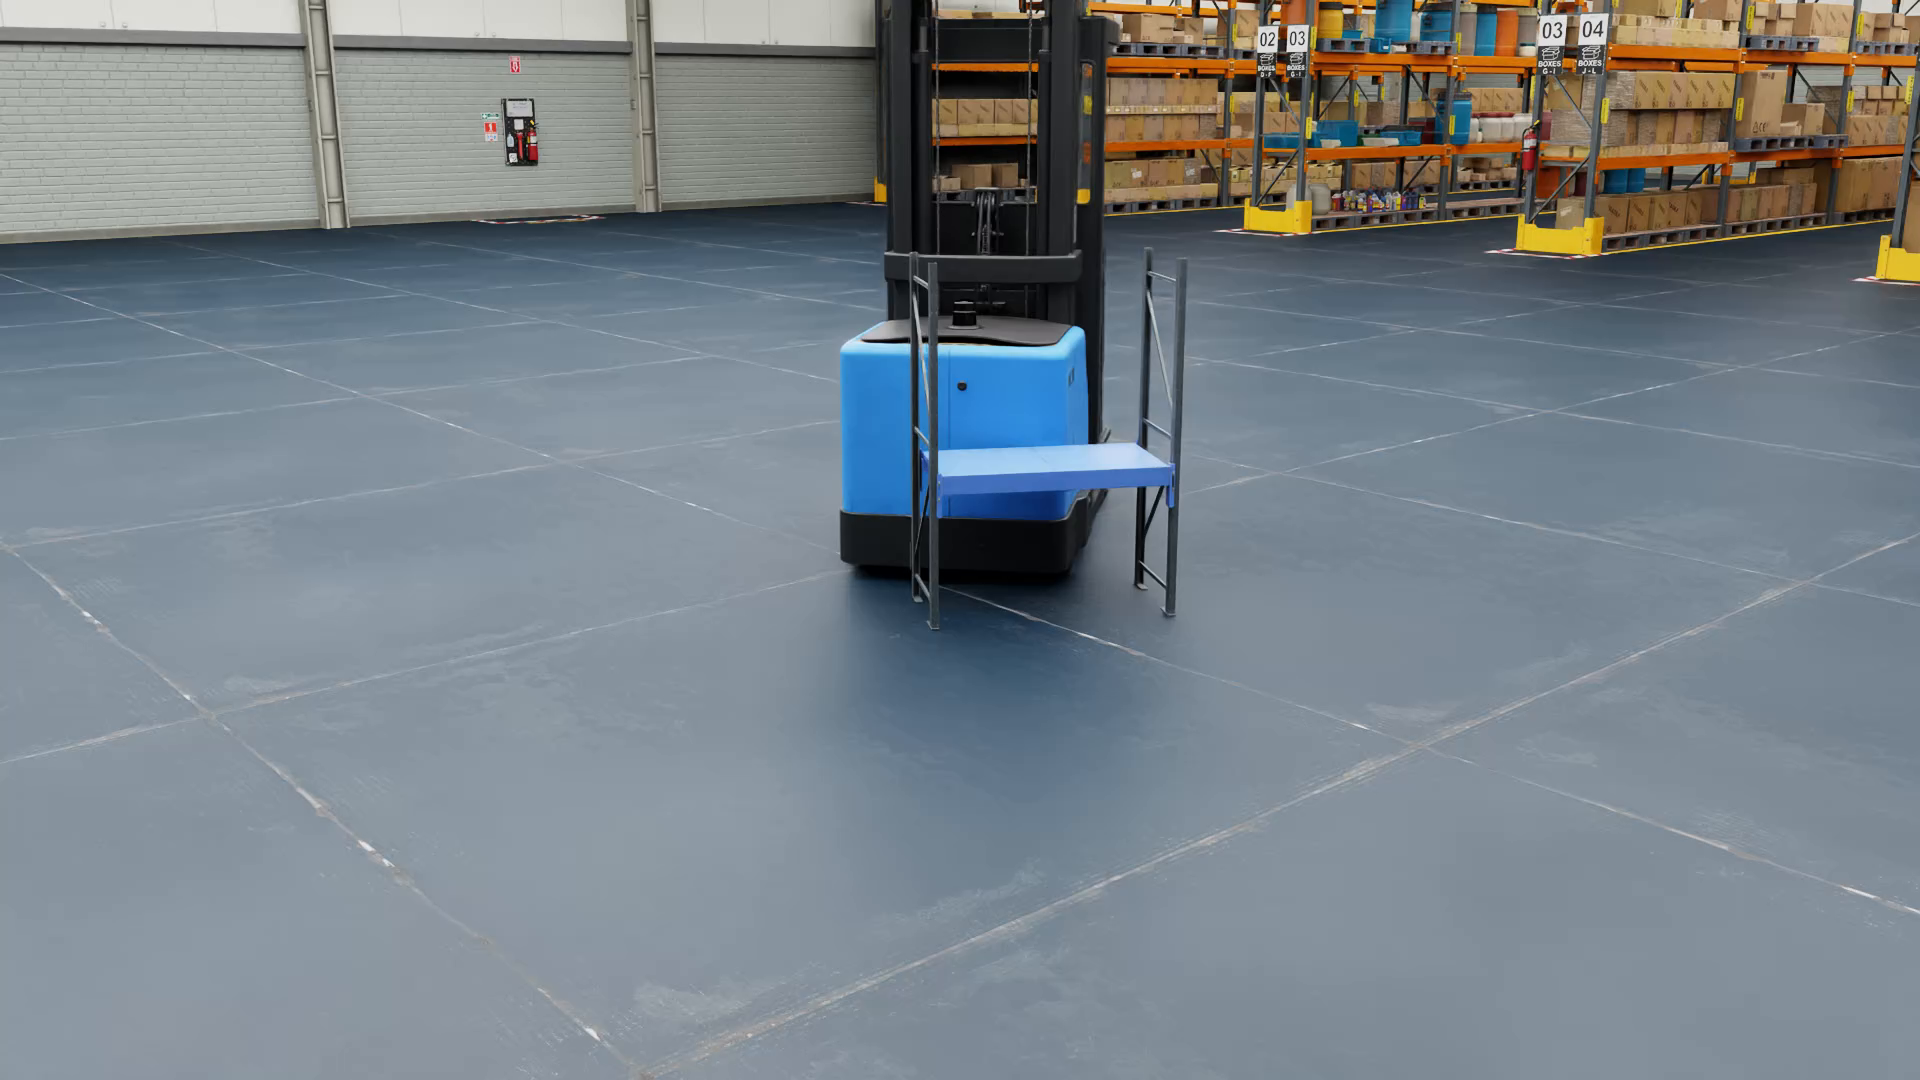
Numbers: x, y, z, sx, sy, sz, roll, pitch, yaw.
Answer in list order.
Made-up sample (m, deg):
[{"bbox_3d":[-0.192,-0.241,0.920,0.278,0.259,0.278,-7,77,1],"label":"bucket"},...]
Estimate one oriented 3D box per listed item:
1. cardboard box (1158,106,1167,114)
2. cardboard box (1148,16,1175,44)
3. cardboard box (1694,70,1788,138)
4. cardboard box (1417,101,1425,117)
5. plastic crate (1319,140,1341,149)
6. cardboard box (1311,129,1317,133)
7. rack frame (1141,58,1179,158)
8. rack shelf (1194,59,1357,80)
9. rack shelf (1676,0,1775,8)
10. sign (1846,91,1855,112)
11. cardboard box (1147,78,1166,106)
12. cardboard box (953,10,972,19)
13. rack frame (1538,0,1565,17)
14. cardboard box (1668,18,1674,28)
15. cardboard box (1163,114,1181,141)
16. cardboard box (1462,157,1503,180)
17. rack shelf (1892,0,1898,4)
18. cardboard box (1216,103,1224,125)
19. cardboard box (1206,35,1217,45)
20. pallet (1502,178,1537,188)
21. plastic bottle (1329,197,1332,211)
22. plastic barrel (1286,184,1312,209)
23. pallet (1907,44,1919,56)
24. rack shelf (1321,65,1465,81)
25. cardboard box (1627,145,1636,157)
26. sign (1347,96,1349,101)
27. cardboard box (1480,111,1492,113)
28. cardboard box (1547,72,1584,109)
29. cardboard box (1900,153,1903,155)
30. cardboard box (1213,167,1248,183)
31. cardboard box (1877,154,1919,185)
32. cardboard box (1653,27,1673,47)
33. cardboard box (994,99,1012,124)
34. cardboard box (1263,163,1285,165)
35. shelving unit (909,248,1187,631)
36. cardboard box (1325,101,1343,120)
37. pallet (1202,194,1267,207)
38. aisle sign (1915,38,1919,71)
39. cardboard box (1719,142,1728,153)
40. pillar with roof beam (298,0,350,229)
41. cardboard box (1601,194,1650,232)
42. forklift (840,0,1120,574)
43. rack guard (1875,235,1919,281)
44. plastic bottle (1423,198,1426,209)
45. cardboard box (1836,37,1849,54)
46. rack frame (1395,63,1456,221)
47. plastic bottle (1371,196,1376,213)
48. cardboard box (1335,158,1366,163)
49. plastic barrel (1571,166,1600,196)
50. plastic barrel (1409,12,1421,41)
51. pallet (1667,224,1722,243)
[{"bbox_3d":[3.701,-8.142,31.468,0.250,0.149,0.380,-12,19,-38],"label":"cardboard box"},{"bbox_3d":[3.597,-9.643,31.443,0.637,0.503,0.797,-10,18,-33],"label":"cardboard box"},{"bbox_3d":[12.114,-6.799,25.916,1.000,1.000,1.000,-12,19,-39],"label":"cardboard box"},{"bbox_3d":[9.976,-9.569,37.255,0.500,0.500,0.700,-9,17,-31],"label":"cardboard box"},{"bbox_3d":[6.040,-6.447,27.086,0.250,0.136,0.298,-13,19,-39],"label":"plastic crate"},{"bbox_3d":[7.443,-8.478,34.665,0.250,0.149,0.380,-13,19,-39],"label":"cardboard box"},{"bbox_3d":[4.686,-9.770,39.013,0.127,3.000,1.000,-13,19,-39],"label":"rack frame"},{"bbox_3d":[6.431,-9.569,33.842,4.000,0.370,1.077,-13,19,-39],"label":"rack shelf"},{"bbox_3d":[15.715,-11.215,34.968,4.000,0.370,1.077,-13,19,-39],"label":"rack shelf"},{"bbox_3d":[14.804,-7.294,27.654,0.005,0.325,0.100,-13,19,-39],"label":"sign"},{"bbox_3d":[3.456,-8.472,31.447,0.500,0.500,0.700,-13,19,-39],"label":"cardboard box"},{"bbox_3d":[-0.109,-10.587,34.089,0.500,0.500,0.500,-12,19,-38],"label":"cardboard box"},{"bbox_3d":[13.975,-13.060,39.704,0.127,3.000,1.000,-13,19,-39],"label":"rack frame"},{"bbox_3d":[9.926,-7.358,23.688,0.250,0.149,0.380,-13,20,-40],"label":"cardboard box"},{"bbox_3d":[3.817,-7.925,31.914,0.500,0.500,0.700,-12,19,-39],"label":"cardboard box"},{"bbox_3d":[12.372,-8.809,39.402,0.637,0.503,0.797,-13,19,-39],"label":"cardboard box"},{"bbox_3d":[15.949,-9.573,28.821,4.000,0.370,1.077,-13,19,-39],"label":"rack shelf"},{"bbox_3d":[5.996,-10.175,39.720,0.500,0.500,0.500,-13,20,-40],"label":"cardboard box"},{"bbox_3d":[5.805,-11.764,39.621,0.500,0.500,0.700,-11,19,-37],"label":"cardboard box"},{"bbox_3d":[13.317,-8.666,40.284,1.213,0.211,1.003,-13,19,-39],"label":"pallet"},{"bbox_3d":[6.328,-5.806,28.584,0.133,0.283,0.061,-12,19,-38],"label":"plastic bottle"},{"bbox_3d":[5.600,-5.613,27.458,0.421,0.512,0.421,0,15,0],"label":"plastic barrel"},{"bbox_3d":[16.798,-8.746,29.739,1.217,0.209,0.805,-14,20,-42],"label":"pallet"},{"bbox_3d":[9.449,-10.246,36.379,4.000,0.370,1.077,-13,19,-39],"label":"rack shelf"},{"bbox_3d":[9.351,-5.526,23.614,0.250,0.149,0.380,-13,19,-39],"label":"cardboard box"},{"bbox_3d":[10.361,-11.690,44.373,0.005,0.325,0.100,-13,19,-39],"label":"sign"},{"bbox_3d":[11.905,-9.653,38.380,0.500,0.500,0.500,-12,19,-38],"label":"cardboard box"},{"bbox_3d":[8.658,-6.338,23.457,0.500,0.500,0.500,-13,19,-39],"label":"cardboard box"},{"bbox_3d":[18.008,-6.827,31.299,0.875,0.875,0.875,-13,19,-39],"label":"cardboard box"},{"bbox_3d":[5.398,-7.295,33.177,0.500,0.311,0.500,-13,19,-39],"label":"cardboard box"},{"bbox_3d":[16.988,-6.618,30.519,0.875,0.875,1.225,-13,19,-39],"label":"cardboard box"},{"bbox_3d":[9.700,-7.101,23.501,0.500,0.250,0.500,-13,20,-40],"label":"cardboard box"},{"bbox_3d":[0.755,-9.082,35.238,0.500,0.500,0.500,-13,20,-41],"label":"cardboard box"},{"bbox_3d":[6.575,-7.743,34.854,0.500,0.311,0.500,-13,20,-41],"label":"cardboard box"},{"bbox_3d":[0.350,-0.439,6.987,1.048,1.500,0.538,-3,15,-11],"label":"shelving unit"},{"bbox_3d":[9.220,-10.929,42.770,0.700,0.700,0.980,-14,20,-42],"label":"cardboard box"},{"bbox_3d":[5.453,-6.914,33.723,1.213,0.211,1.003,-13,19,-39],"label":"pallet"},{"bbox_3d":[11.334,-5.841,19.268,0.004,0.787,0.394,-13,19,-39],"label":"aisle sign"},{"bbox_3d":[11.453,-5.984,25.327,0.250,0.149,0.380,-13,19,-39],"label":"cardboard box"},{"bbox_3d":[-7.616,-8.729,23.491,0.400,9.000,9.100,-13,19,-39],"label":"pillar with roof beam"},{"bbox_3d":[9.800,-4.830,24.548,0.500,0.500,0.500,-10,18,-34],"label":"cardboard box"},{"bbox_3d":[0.218,-1.599,8.558,1.130,2.935,3.031,3,15,10],"label":"forklift"},{"bbox_3d":[11.567,-3.327,19.737,0.348,0.500,1.175,-13,19,-39],"label":"rack guard"},{"bbox_3d":[8.102,-5.902,29.102,0.097,0.201,0.097,0,15,0],"label":"plastic bottle"},{"bbox_3d":[14.243,-8.125,27.334,0.500,0.250,0.500,-13,19,-39],"label":"cardboard box"},{"bbox_3d":[8.171,-7.163,29.255,0.127,3.000,1.000,-13,19,-39],"label":"rack frame"},{"bbox_3d":[6.985,-5.685,28.154,0.097,0.271,0.097,0,15,0],"label":"plastic bottle"},{"bbox_3d":[8.531,-8.388,36.377,0.500,0.250,0.500,-12,19,-37],"label":"cardboard box"},{"bbox_3d":[12.399,-7.156,33.088,0.708,0.588,0.600,-13,19,-39],"label":"plastic barrel"},{"bbox_3d":[7.718,-8.835,28.670,0.421,0.512,0.421,0,15,0],"label":"plastic barrel"},{"bbox_3d":[10.939,-4.731,25.554,1.213,0.211,1.003,-13,19,-39],"label":"pallet"}]
